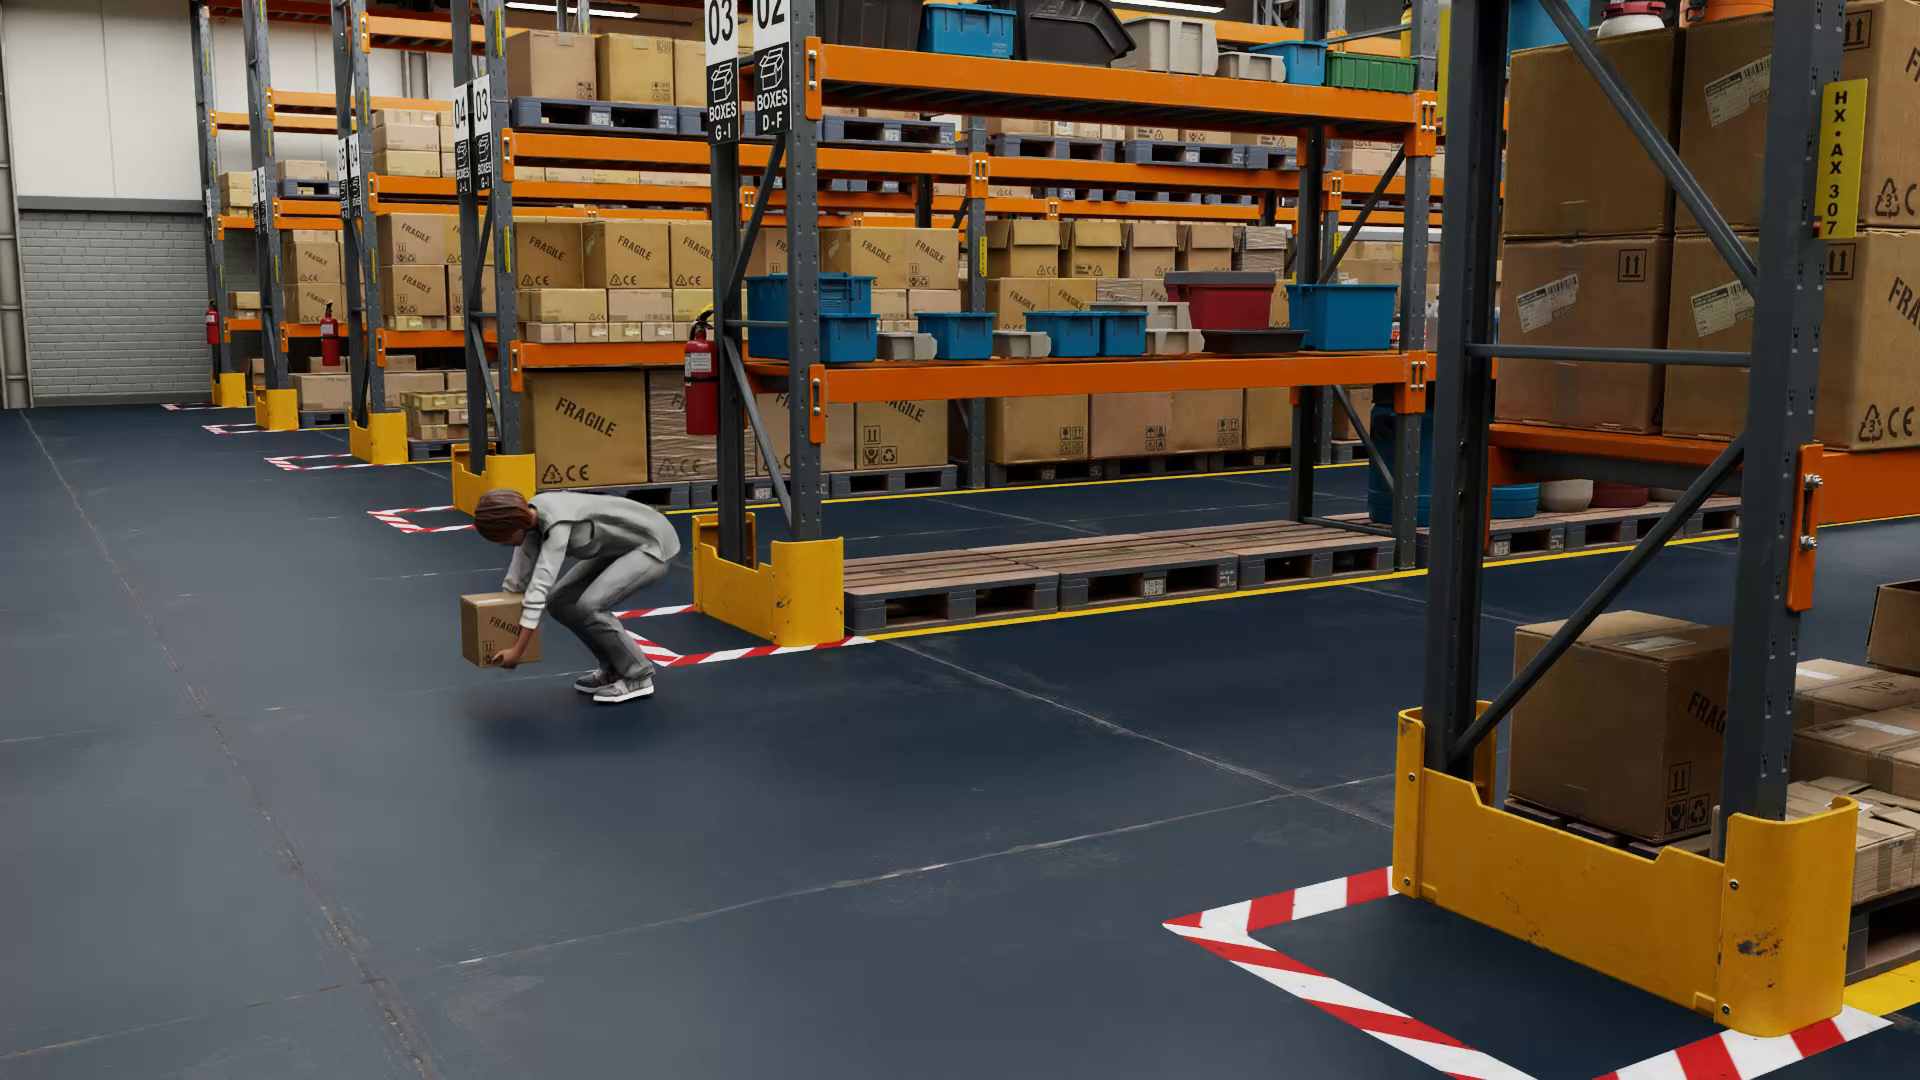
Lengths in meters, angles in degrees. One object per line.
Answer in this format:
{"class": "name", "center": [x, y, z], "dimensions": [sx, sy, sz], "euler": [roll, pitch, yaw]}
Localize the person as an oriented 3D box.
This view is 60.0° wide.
{"class": "person", "center": [-1.555, 0.227, 6.811], "dimensions": [0.854, 0.875, 0.432], "euler": [-6, 10, -33]}
